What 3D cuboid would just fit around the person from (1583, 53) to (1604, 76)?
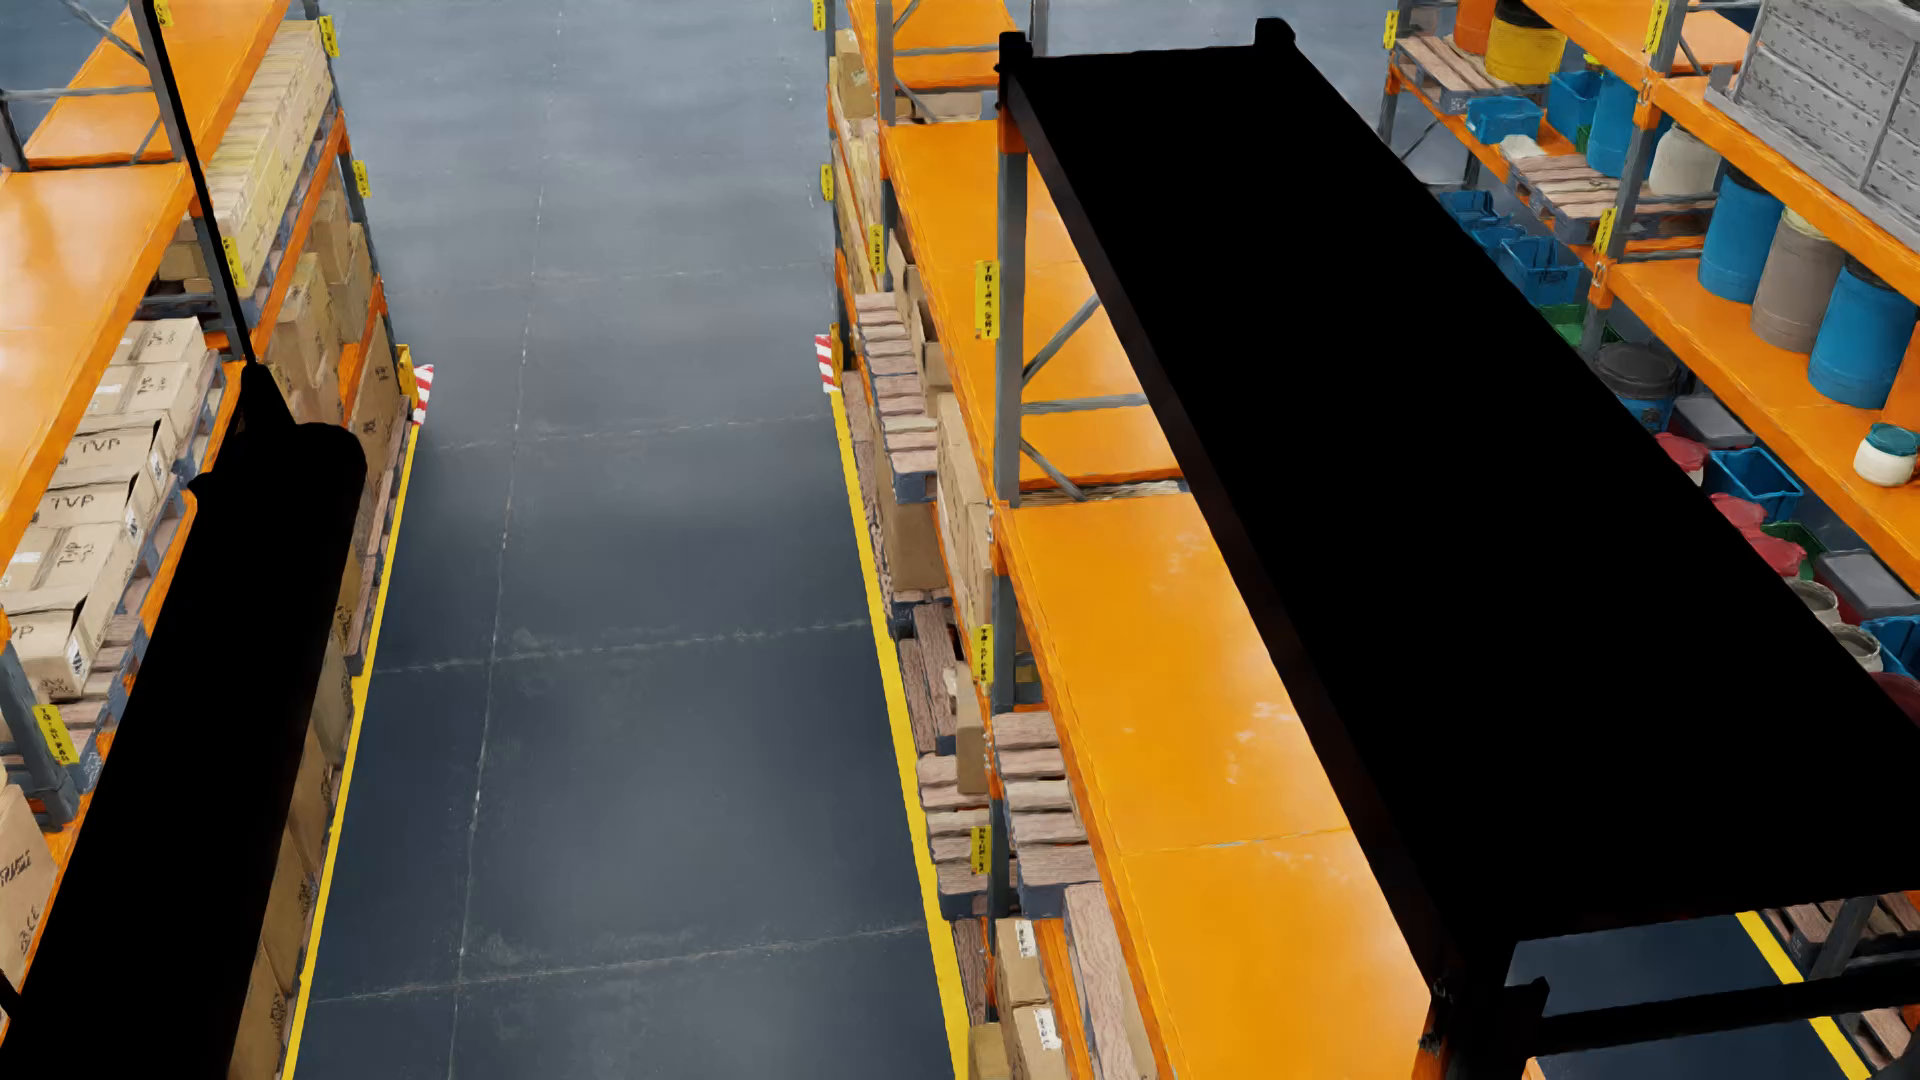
[{"bbox_3d":[6.870,-4.471,18.099,0.710,1.703,0.836,-16,39,-20],"label":"person"}]
